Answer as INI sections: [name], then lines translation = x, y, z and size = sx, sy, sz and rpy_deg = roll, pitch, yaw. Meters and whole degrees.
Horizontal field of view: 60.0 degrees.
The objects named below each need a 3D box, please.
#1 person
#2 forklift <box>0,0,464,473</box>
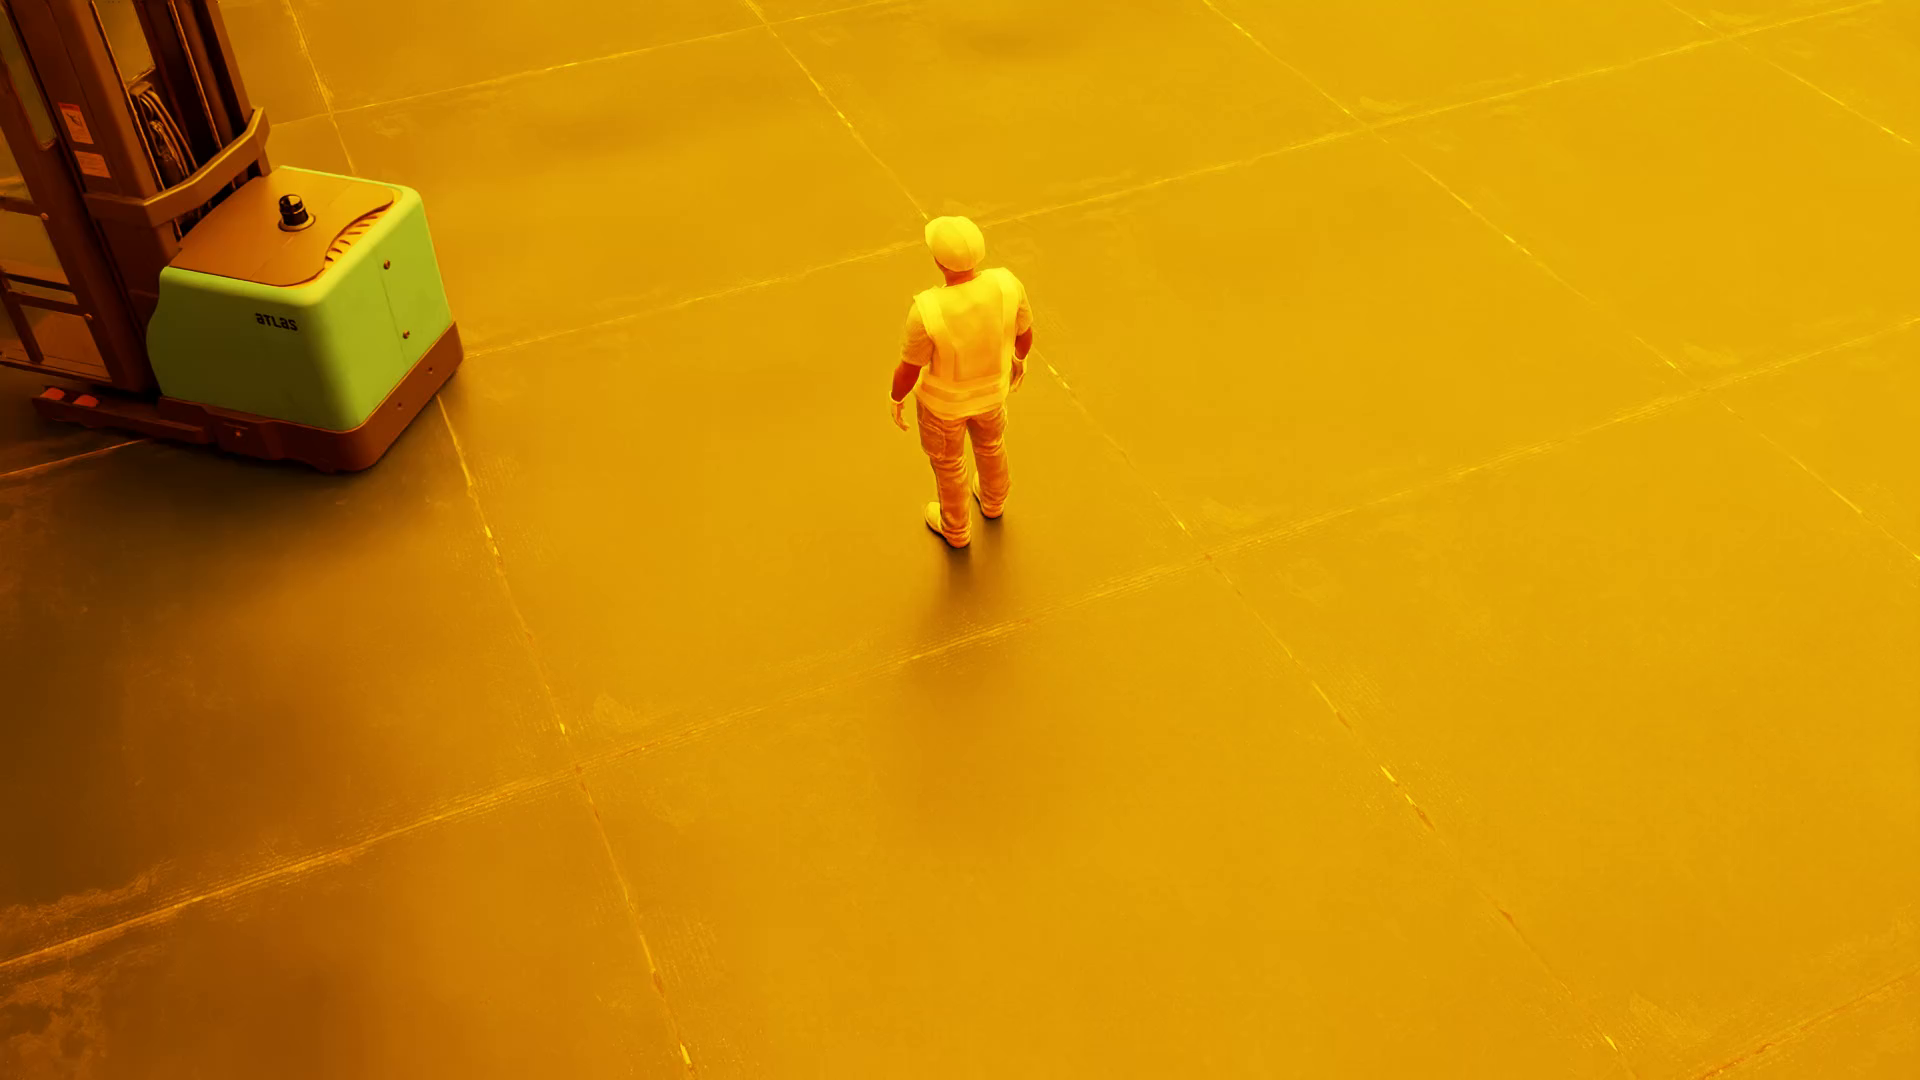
[person]
translation = -0.023, -0.705, 7.266
size = 0.657, 1.785, 0.575
rpy_deg = -18, 46, -18
[forklift]
translation = -4.185, -1.974, 7.795
size = 3.031, 2.935, 1.130
rpy_deg = 11, 44, 12
